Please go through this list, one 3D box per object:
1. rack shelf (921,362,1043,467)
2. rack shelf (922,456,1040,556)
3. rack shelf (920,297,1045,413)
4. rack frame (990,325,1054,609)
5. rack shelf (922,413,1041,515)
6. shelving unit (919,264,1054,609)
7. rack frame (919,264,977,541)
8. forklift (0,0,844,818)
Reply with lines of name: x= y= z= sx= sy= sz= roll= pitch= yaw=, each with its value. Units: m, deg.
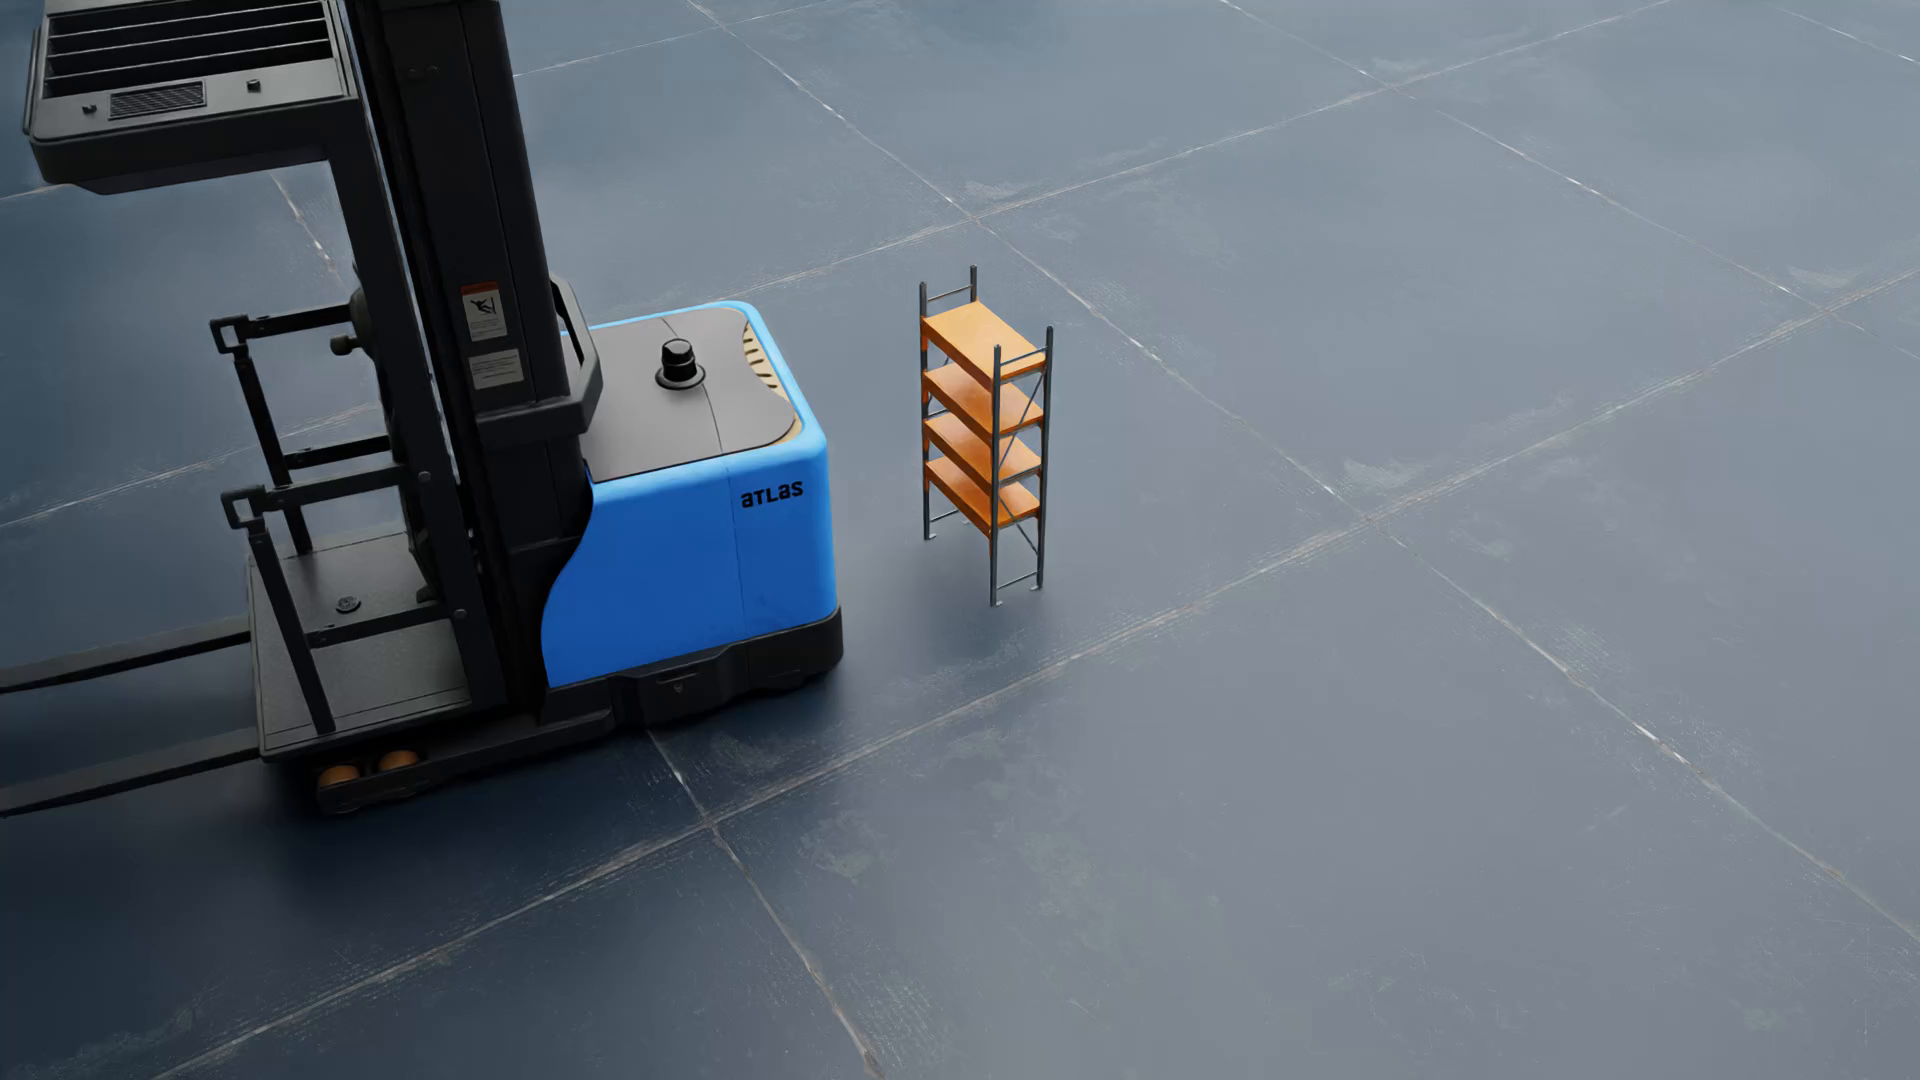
rack shelf: x=0.089 y=-0.492 z=6.159 sx=0.258 sy=0.148 sz=0.480 roll=-22 pitch=45 yaw=-24
rack shelf: x=0.089 y=-0.167 z=6.429 sx=0.258 sy=0.148 sz=0.480 roll=-22 pitch=45 yaw=-24
rack shelf: x=0.089 y=-0.674 z=6.007 sx=0.258 sy=0.148 sz=0.480 roll=-22 pitch=45 yaw=-24
rack frame: x=0.220 y=-0.240 z=6.101 sx=0.240 sy=1.200 sz=0.015 roll=-22 pitch=45 yaw=-24
rack shelf: x=0.089 y=-0.320 z=6.302 sx=0.258 sy=0.148 sz=0.480 roll=-22 pitch=45 yaw=-24
shelving unit: x=0.089 y=-0.372 z=6.259 sx=0.258 sy=1.200 sz=0.503 roll=-22 pitch=45 yaw=-24
rack frame: x=-0.042 y=-0.503 z=6.417 sx=0.240 sy=1.200 sz=0.015 roll=-22 pitch=45 yaw=-24
forklift: x=-2.001 y=-0.584 z=5.161 sx=3.031 sy=2.935 sz=1.130 roll=-14 pitch=42 yaw=-16
